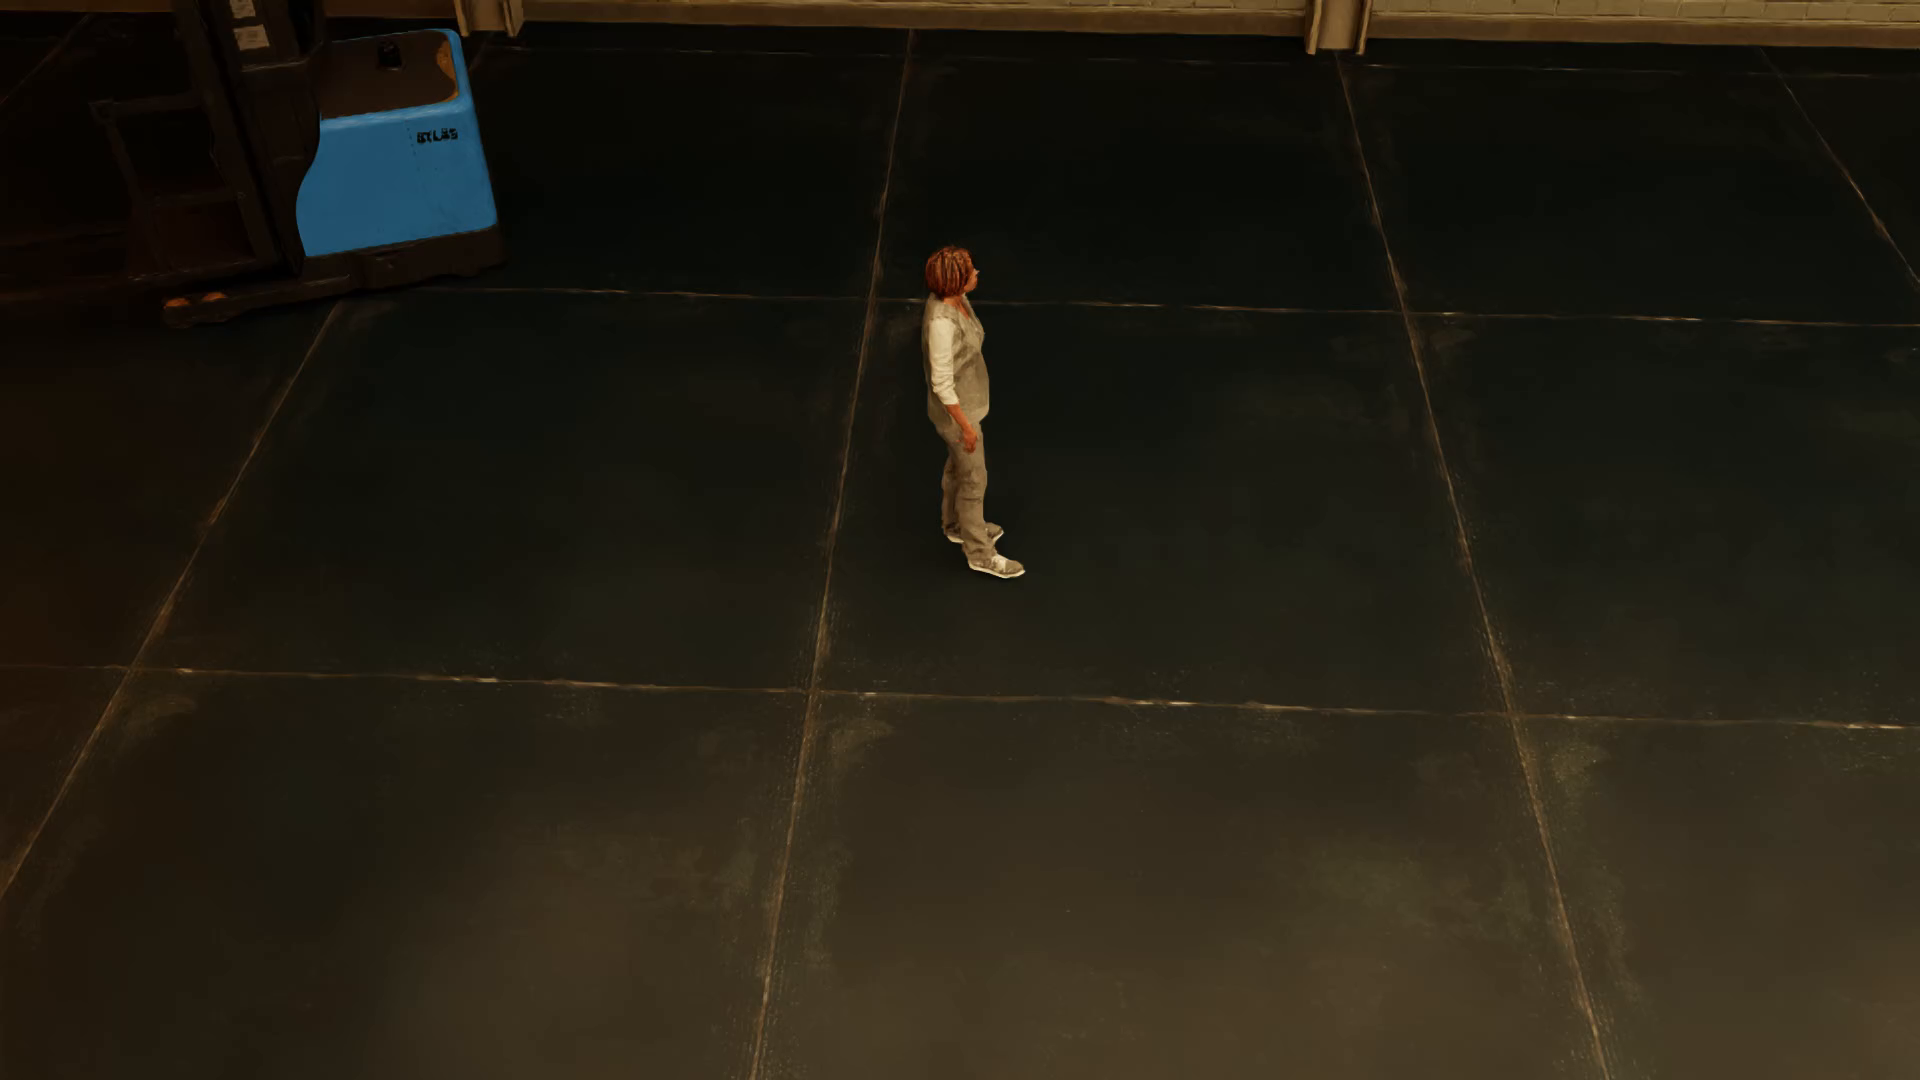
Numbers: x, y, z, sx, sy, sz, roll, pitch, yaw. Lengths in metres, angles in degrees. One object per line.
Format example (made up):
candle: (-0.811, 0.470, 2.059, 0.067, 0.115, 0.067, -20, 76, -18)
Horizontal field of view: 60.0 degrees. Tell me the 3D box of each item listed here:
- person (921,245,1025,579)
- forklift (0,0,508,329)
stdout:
person: (0.073, -0.584, 7.360, 0.474, 1.597, 0.521, 2, 42, 2)
forklift: (-4.187, -2.649, 8.644, 3.031, 2.935, 1.130, -12, 44, -13)
